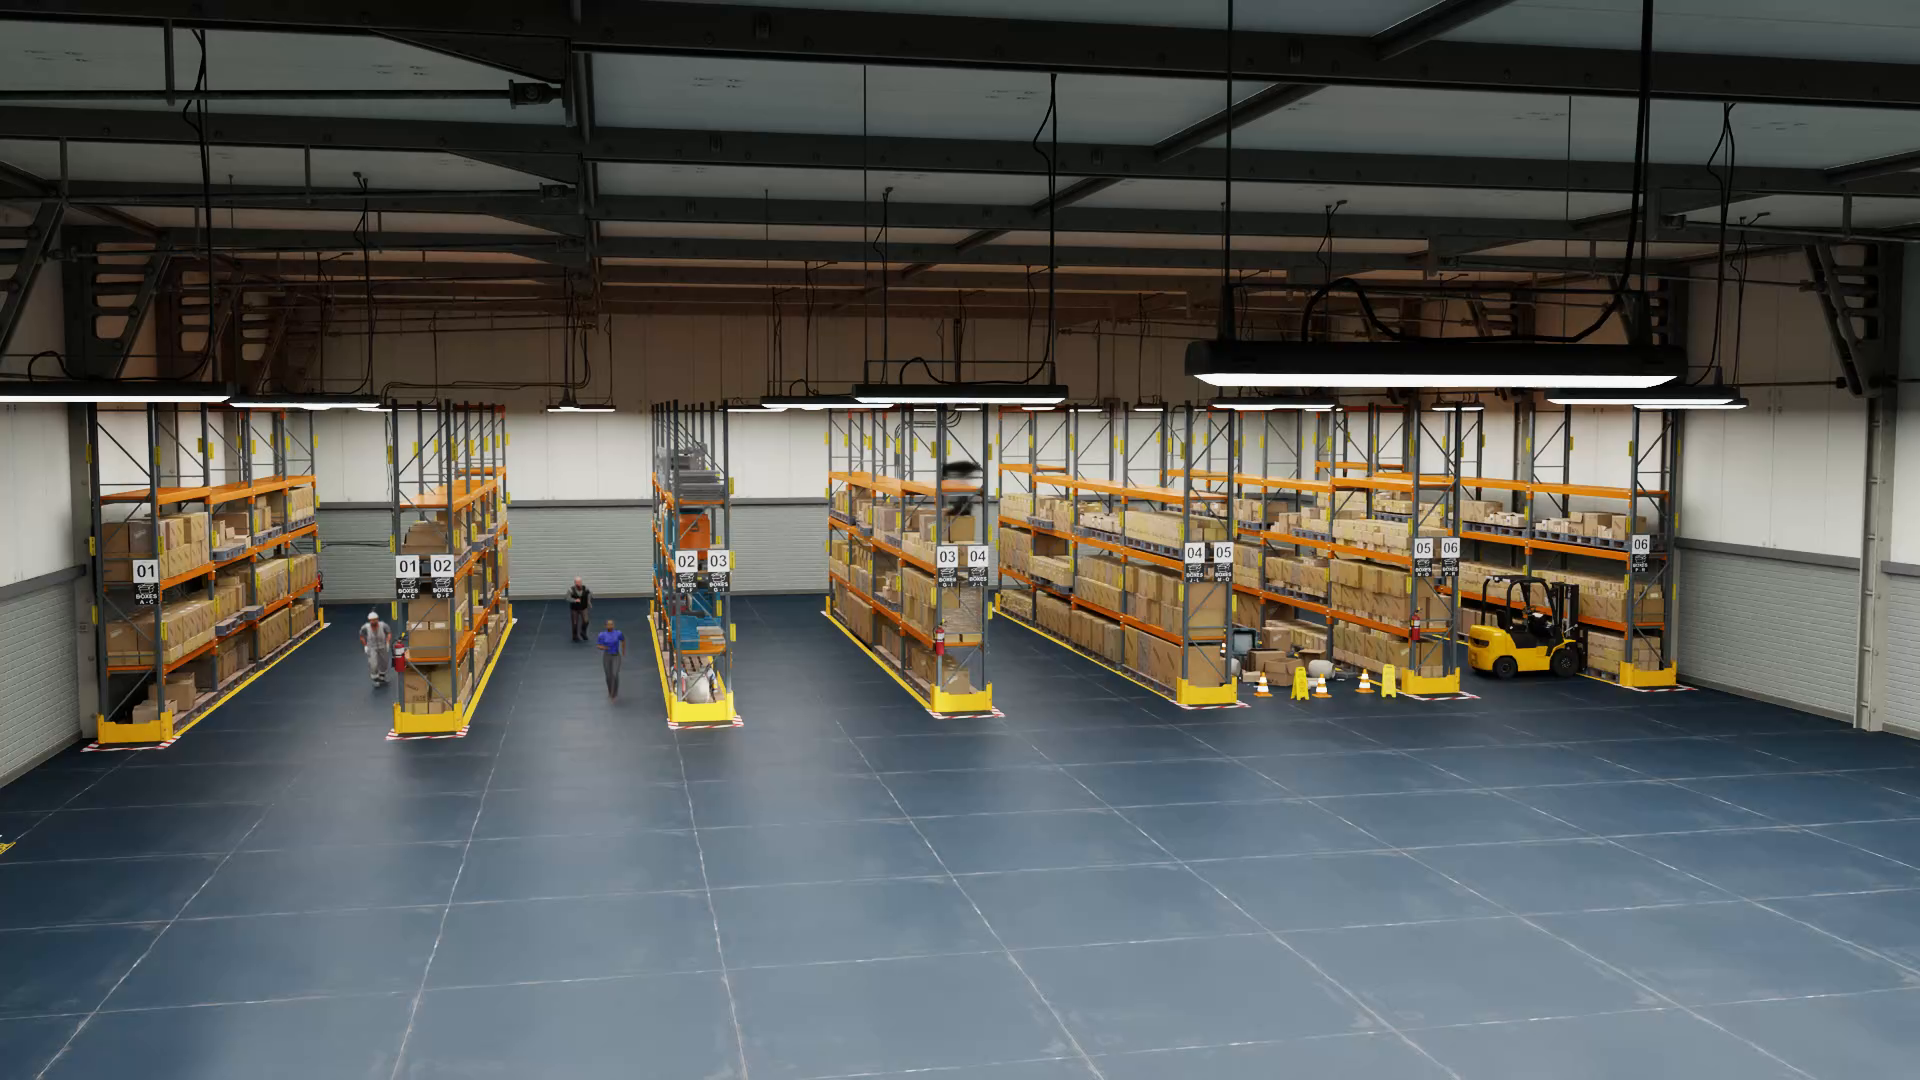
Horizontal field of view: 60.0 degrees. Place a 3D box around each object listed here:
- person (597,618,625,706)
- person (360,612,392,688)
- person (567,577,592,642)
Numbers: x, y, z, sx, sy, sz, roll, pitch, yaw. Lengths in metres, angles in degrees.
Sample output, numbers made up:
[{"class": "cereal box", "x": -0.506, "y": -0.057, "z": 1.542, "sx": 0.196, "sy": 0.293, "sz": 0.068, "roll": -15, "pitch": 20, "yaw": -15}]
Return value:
[{"class": "person", "x": -6.931, "y": 2.407, "z": 33.041, "sx": 0.519, "sy": 1.715, "sz": 0.847, "roll": 0, "pitch": 4, "yaw": -4}, {"class": "person", "x": -12.221, "y": 2.284, "z": 34.843, "sx": 0.688, "sy": 1.640, "sz": 0.916, "roll": -3, "pitch": 5, "yaw": -31}, {"class": "person", "x": -9.592, "y": 1.745, "z": 41.886, "sx": 0.660, "sy": 1.639, "sz": 0.938, "roll": -2, "pitch": 5, "yaw": -23}]
